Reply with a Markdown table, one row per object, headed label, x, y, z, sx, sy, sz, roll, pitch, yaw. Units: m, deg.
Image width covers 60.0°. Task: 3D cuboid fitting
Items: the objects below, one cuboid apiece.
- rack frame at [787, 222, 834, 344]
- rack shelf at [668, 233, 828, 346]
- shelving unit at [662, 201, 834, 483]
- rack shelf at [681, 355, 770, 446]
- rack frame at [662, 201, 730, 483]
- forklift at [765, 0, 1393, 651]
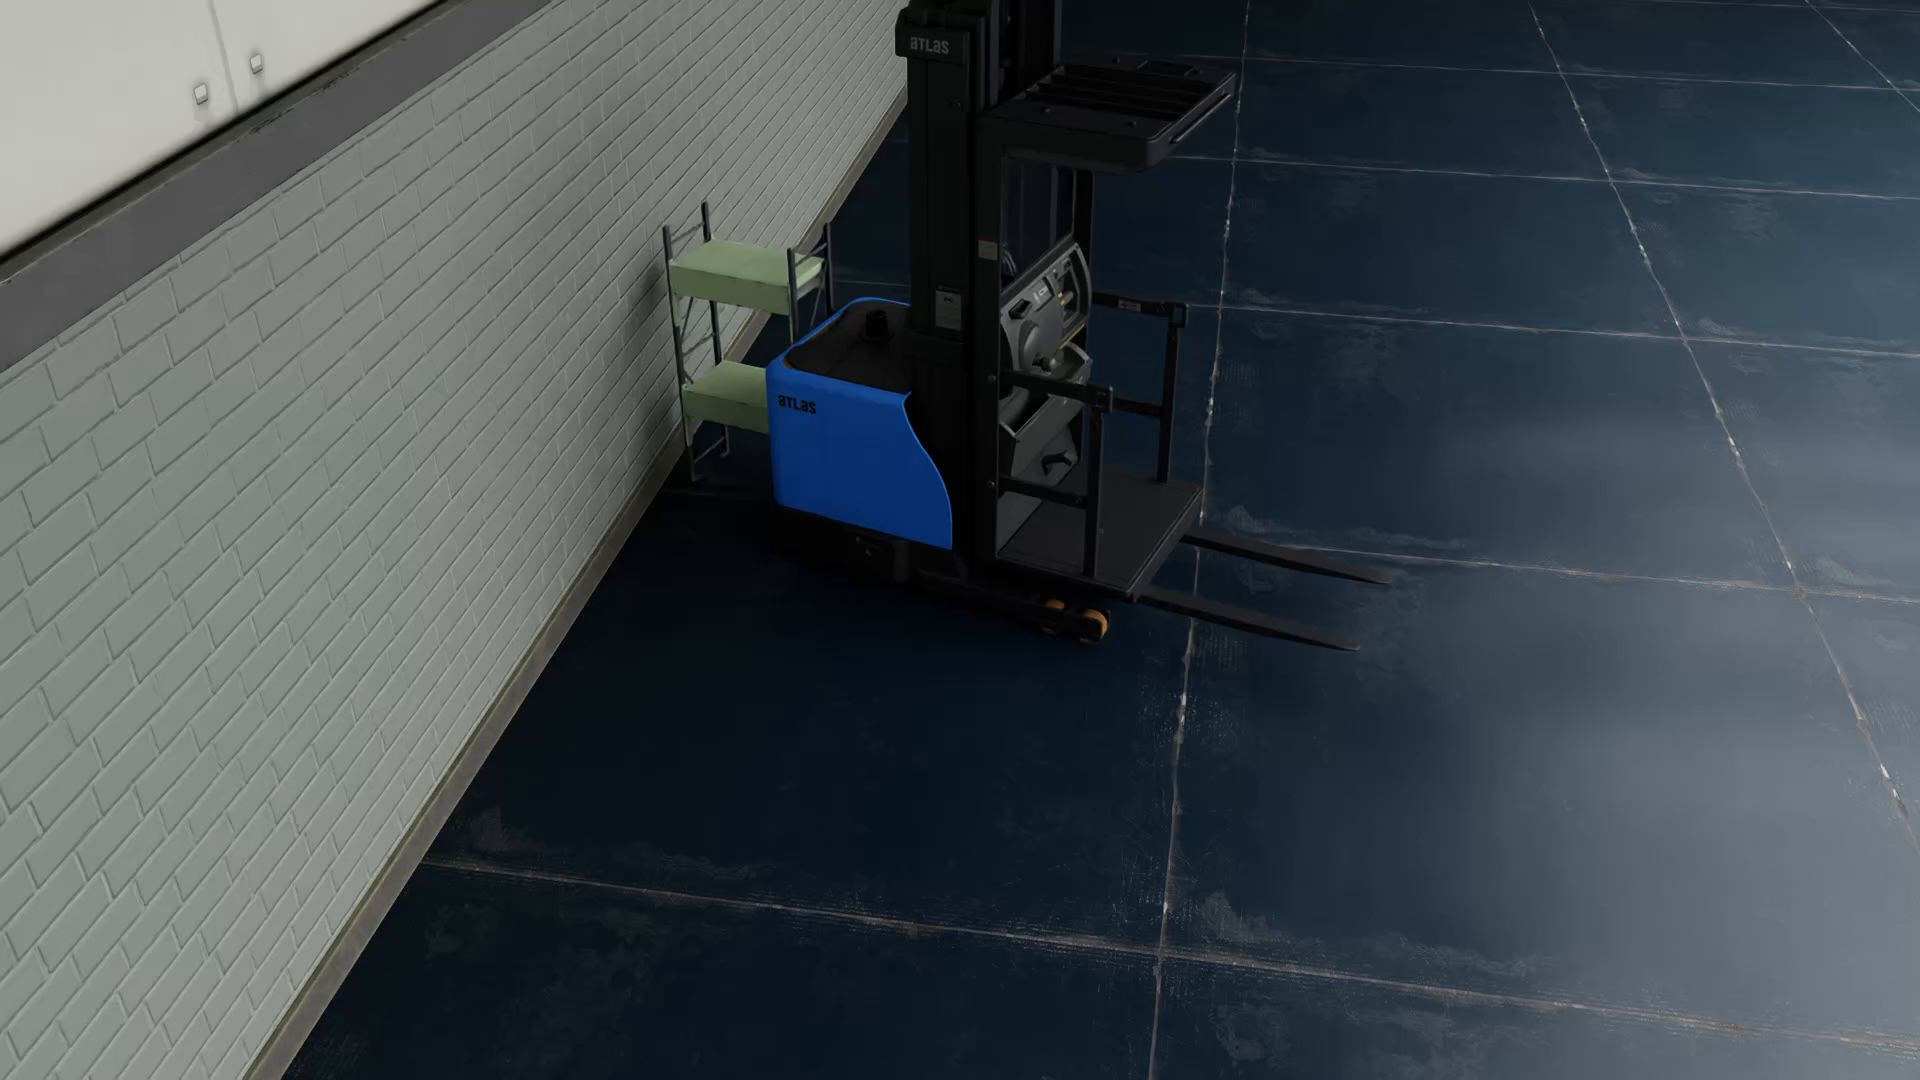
| label | x | y | z | sx | sy | sz | roll | pitch | yaw |
| --- | --- | --- | --- | --- | --- | --- | --- | --- | --- |
| rack frame | -0.757 | -0.891 | 8.753 | 0.023 | 1.500 | 0.400 | 14 | 35 | 21 |
| rack shelf | -1.090 | -1.303 | 8.679 | 0.720 | 0.370 | 0.431 | 14 | 35 | 21 |
| shelving unit | -1.089 | -0.972 | 8.885 | 0.755 | 1.500 | 0.431 | 14 | 35 | 21 |
| rack shelf | -1.087 | -0.695 | 9.057 | 0.720 | 0.370 | 0.431 | 14 | 35 | 21 |
| rack frame | -1.420 | -1.052 | 9.017 | 0.023 | 1.500 | 0.400 | 14 | 35 | 21 |
| forklift | 0.588 | -1.066 | 7.691 | 3.031 | 2.935 | 1.130 | 15 | 35 | 22 |
